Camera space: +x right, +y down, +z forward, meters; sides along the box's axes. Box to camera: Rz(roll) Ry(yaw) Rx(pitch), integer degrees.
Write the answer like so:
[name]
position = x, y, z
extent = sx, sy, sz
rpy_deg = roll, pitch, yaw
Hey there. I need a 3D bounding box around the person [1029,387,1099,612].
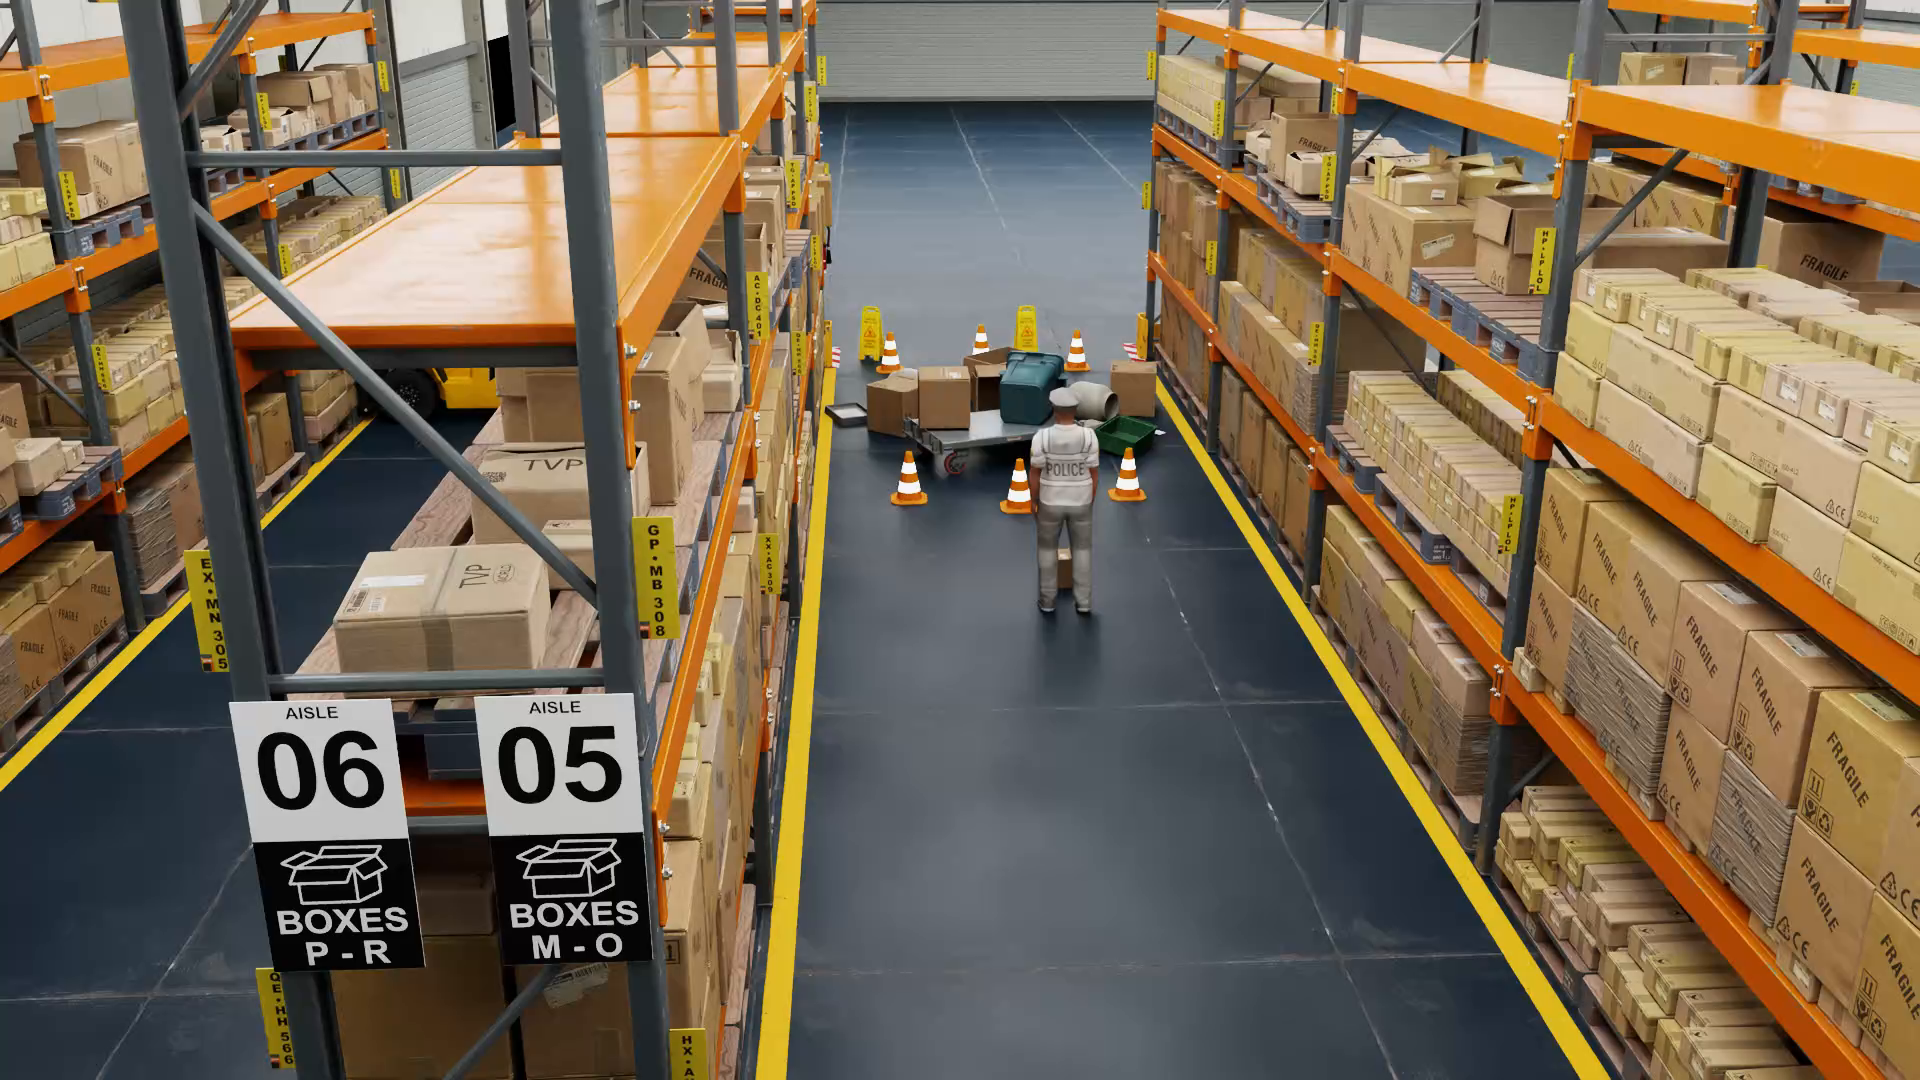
[person]
position = 0.785, -0.286, 12.735
extent = 0.527, 1.798, 0.392
rpy_deg = -1, 20, -2
